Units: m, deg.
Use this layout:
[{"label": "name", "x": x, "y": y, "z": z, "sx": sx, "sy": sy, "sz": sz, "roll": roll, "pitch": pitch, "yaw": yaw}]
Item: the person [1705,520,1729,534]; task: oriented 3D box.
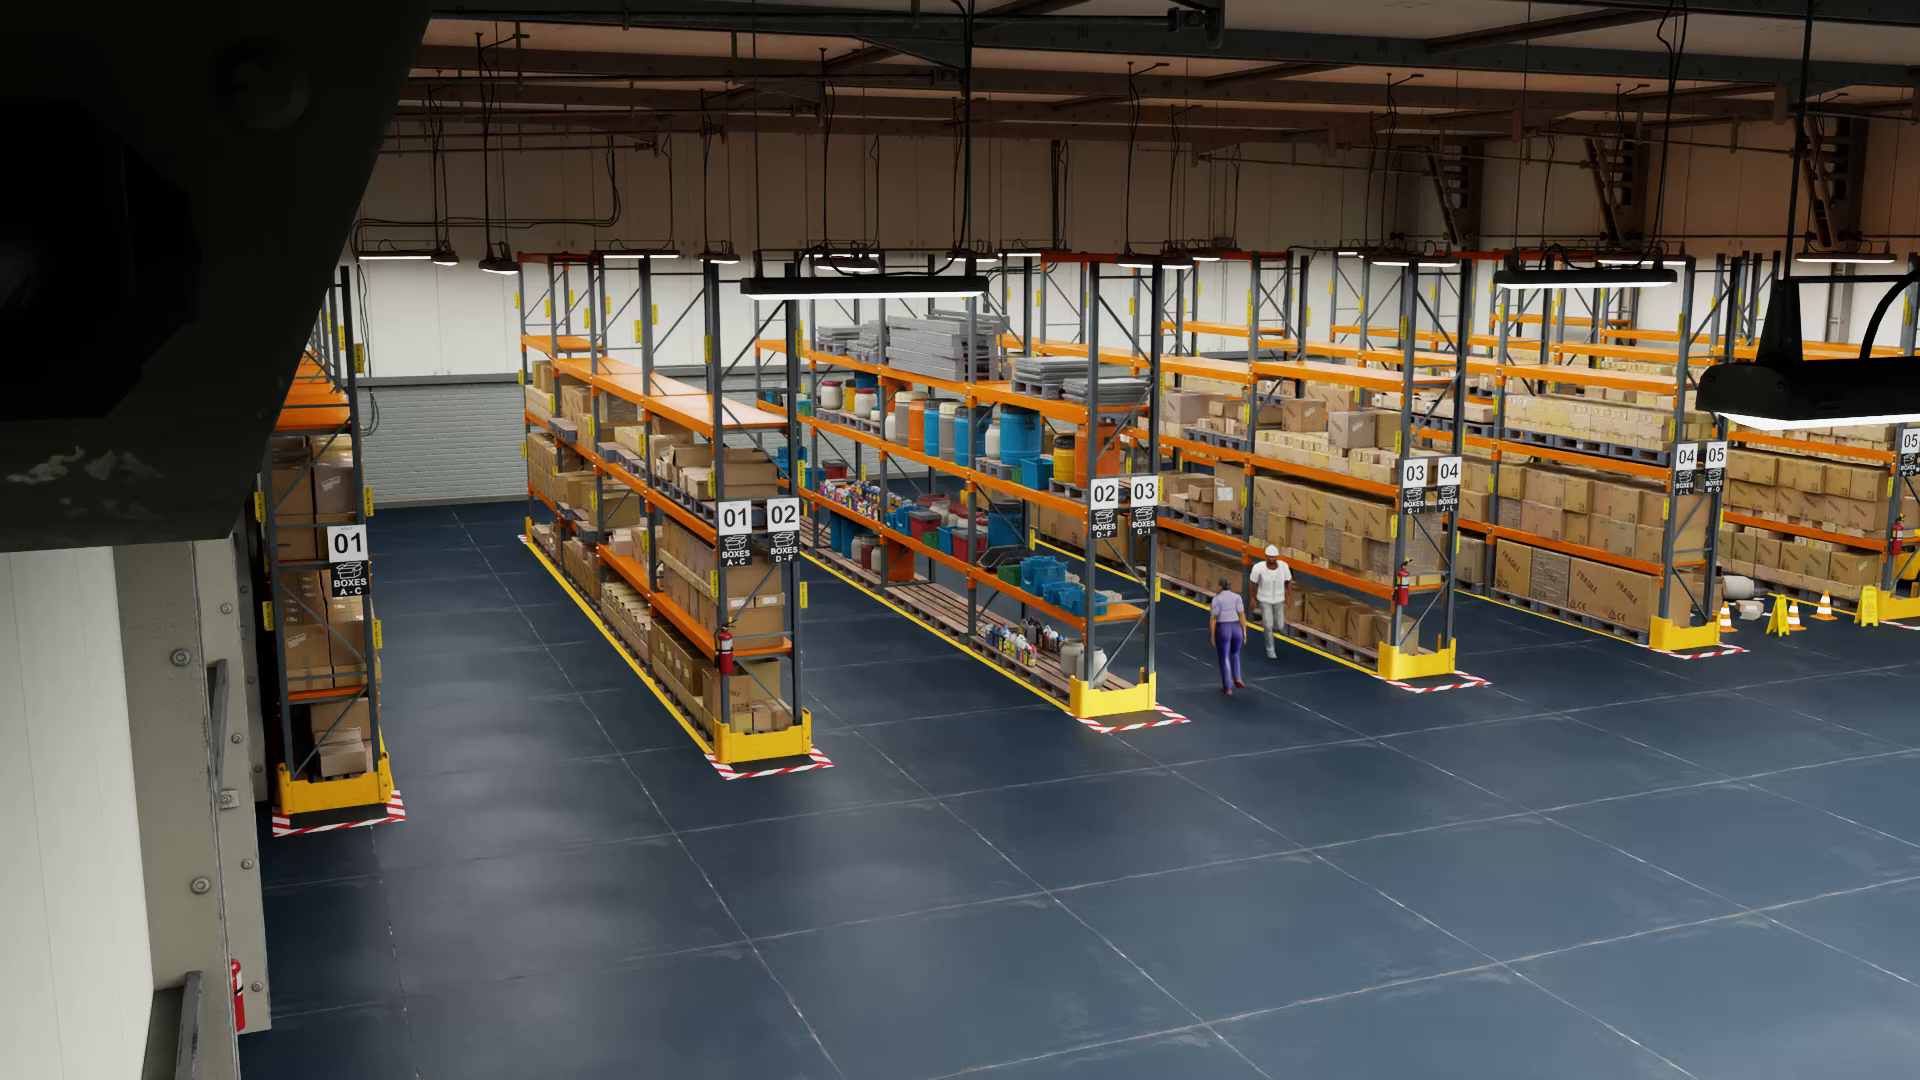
[{"label": "person", "x": 16.305, "y": -0.961, "z": 35.650, "sx": 0.546, "sy": 1.774, "sz": 0.543, "roll": -9, "pitch": 13, "yaw": -39}]

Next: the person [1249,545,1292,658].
[{"label": "person", "x": 4.712, "y": 0.898, "z": 25.337, "sx": 0.630, "sy": 1.732, "sz": 0.717, "roll": -1, "pitch": 10, "yaw": -6}]

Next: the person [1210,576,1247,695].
[{"label": "person", "x": 3.736, "y": 1.322, "z": 23.221, "sx": 0.527, "sy": 1.632, "sz": 0.485, "roll": -2, "pitch": 11, "yaw": -10}]

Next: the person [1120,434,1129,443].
[{"label": "person", "x": 4.163, "y": -2.082, "z": 41.460, "sx": 0.554, "sy": 1.766, "sz": 0.875, "roll": 6, "pitch": 12, "yaw": 28}]
